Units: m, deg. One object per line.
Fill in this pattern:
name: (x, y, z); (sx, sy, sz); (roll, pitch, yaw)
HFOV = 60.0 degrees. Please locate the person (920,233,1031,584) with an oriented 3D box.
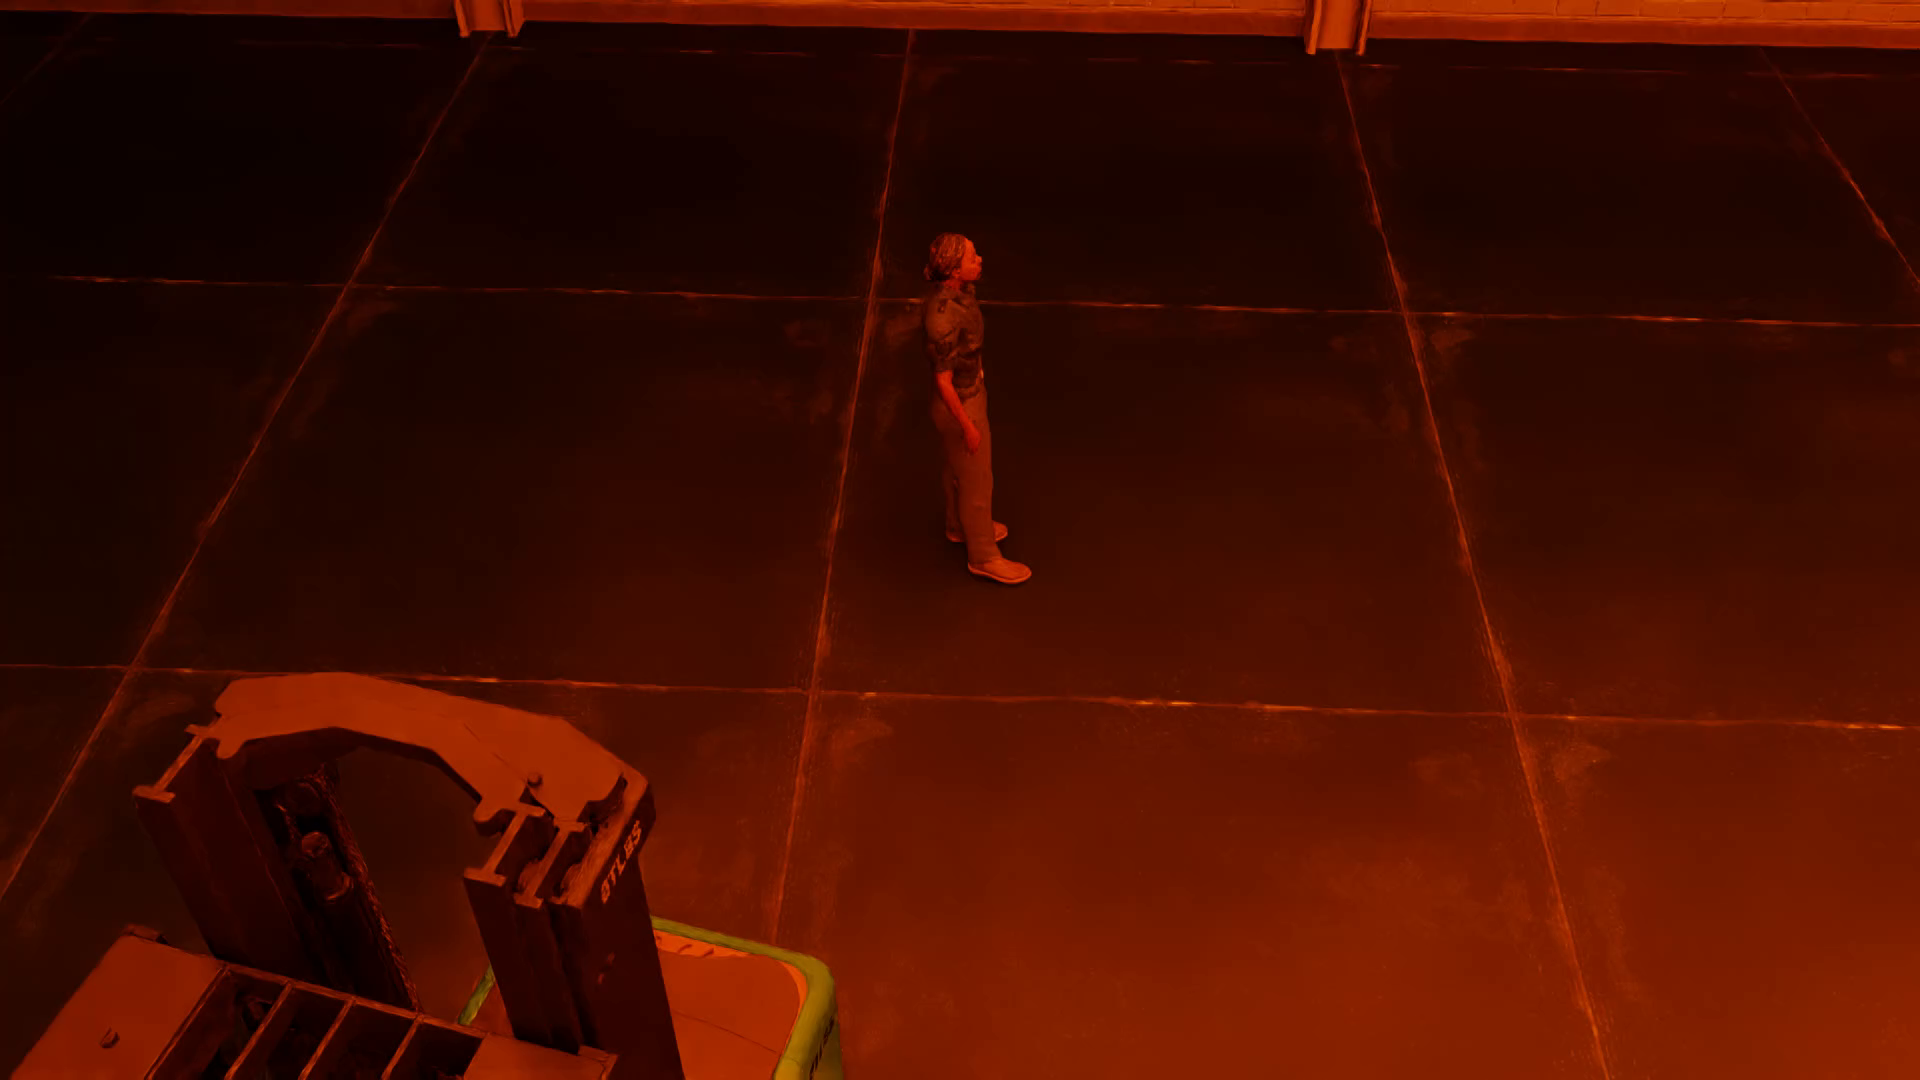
person: (0.087, -0.601, 7.336); (0.503, 1.654, 0.570); (2, 42, 2)

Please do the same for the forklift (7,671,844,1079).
forklift: (-1.252, 1.833, 3.734); (1.130, 2.935, 3.031); (11, 44, 12)
